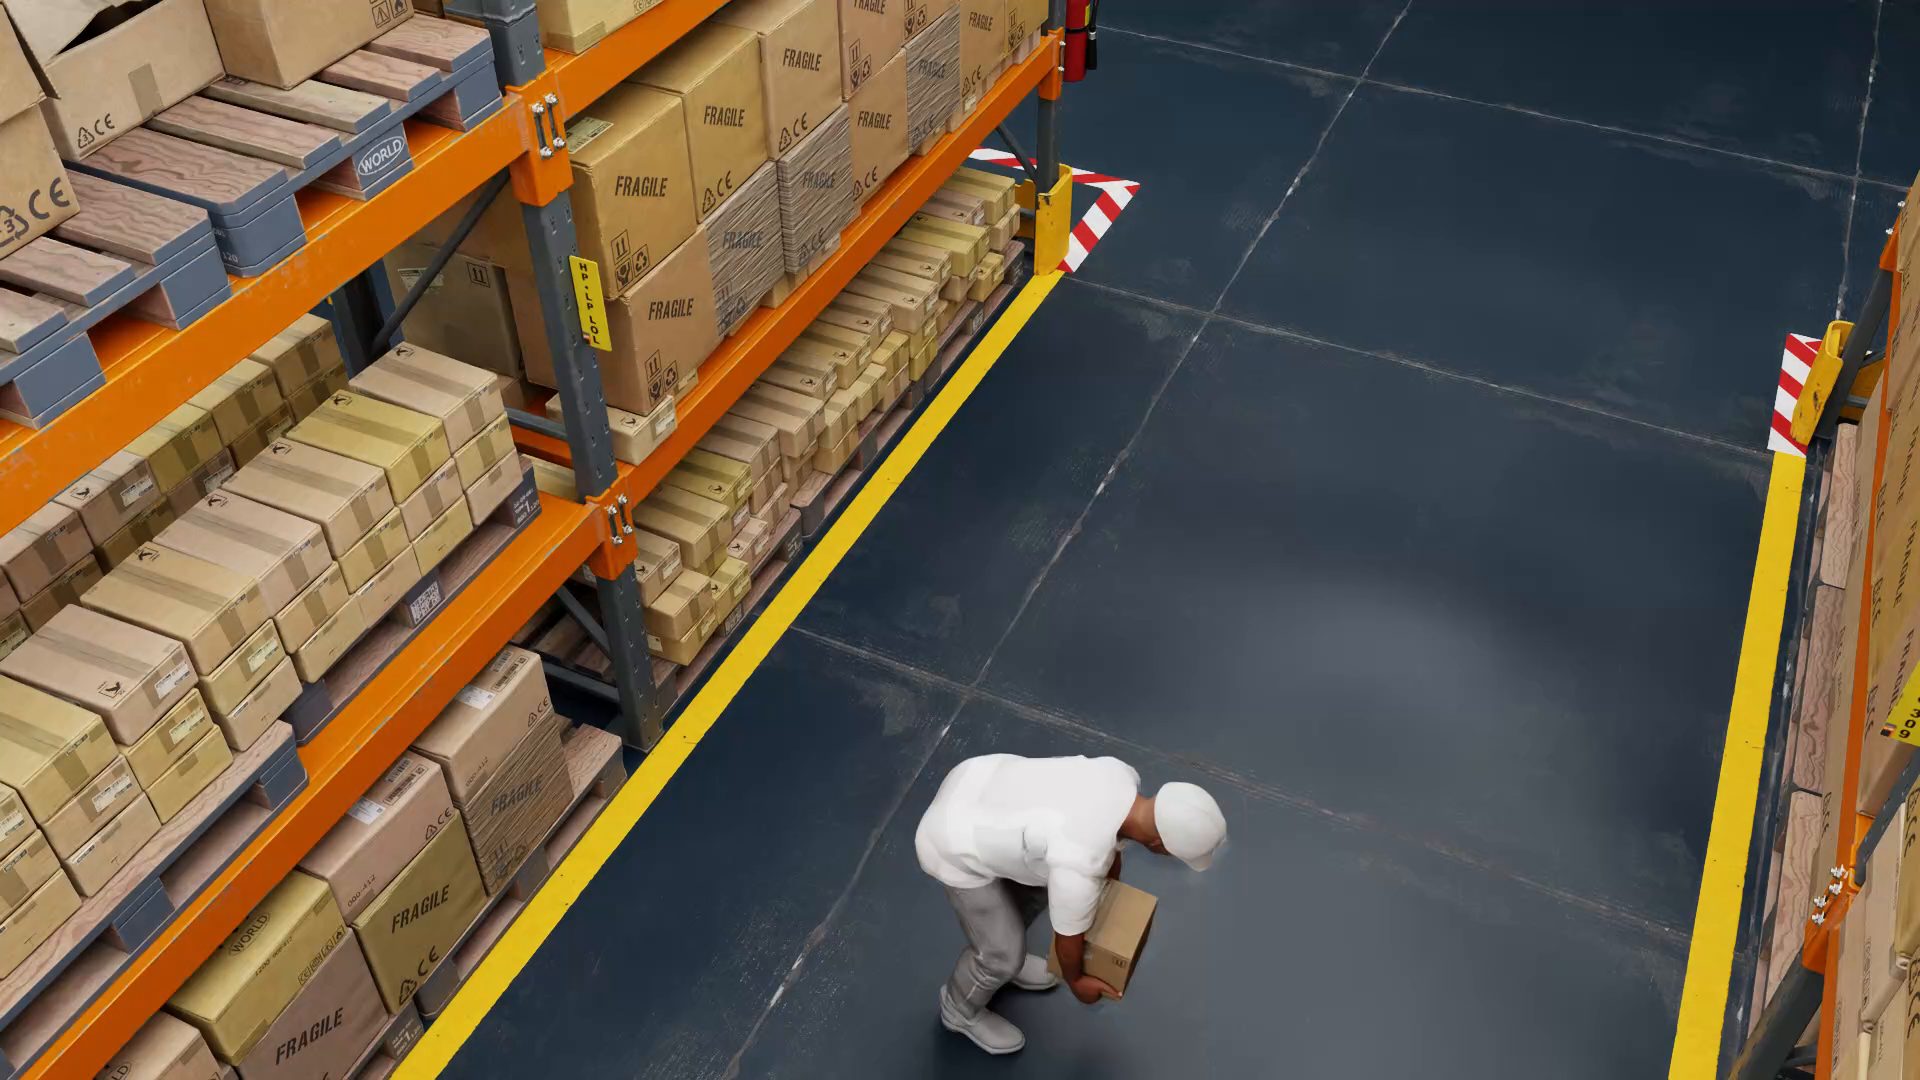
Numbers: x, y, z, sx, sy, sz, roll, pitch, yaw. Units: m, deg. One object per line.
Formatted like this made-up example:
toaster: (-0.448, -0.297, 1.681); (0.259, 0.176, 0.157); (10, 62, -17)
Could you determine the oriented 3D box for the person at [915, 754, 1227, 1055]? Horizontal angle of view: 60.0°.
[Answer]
person: (0.326, 1.122, 5.191); (0.918, 1.355, 0.475); (16, 44, 17)
